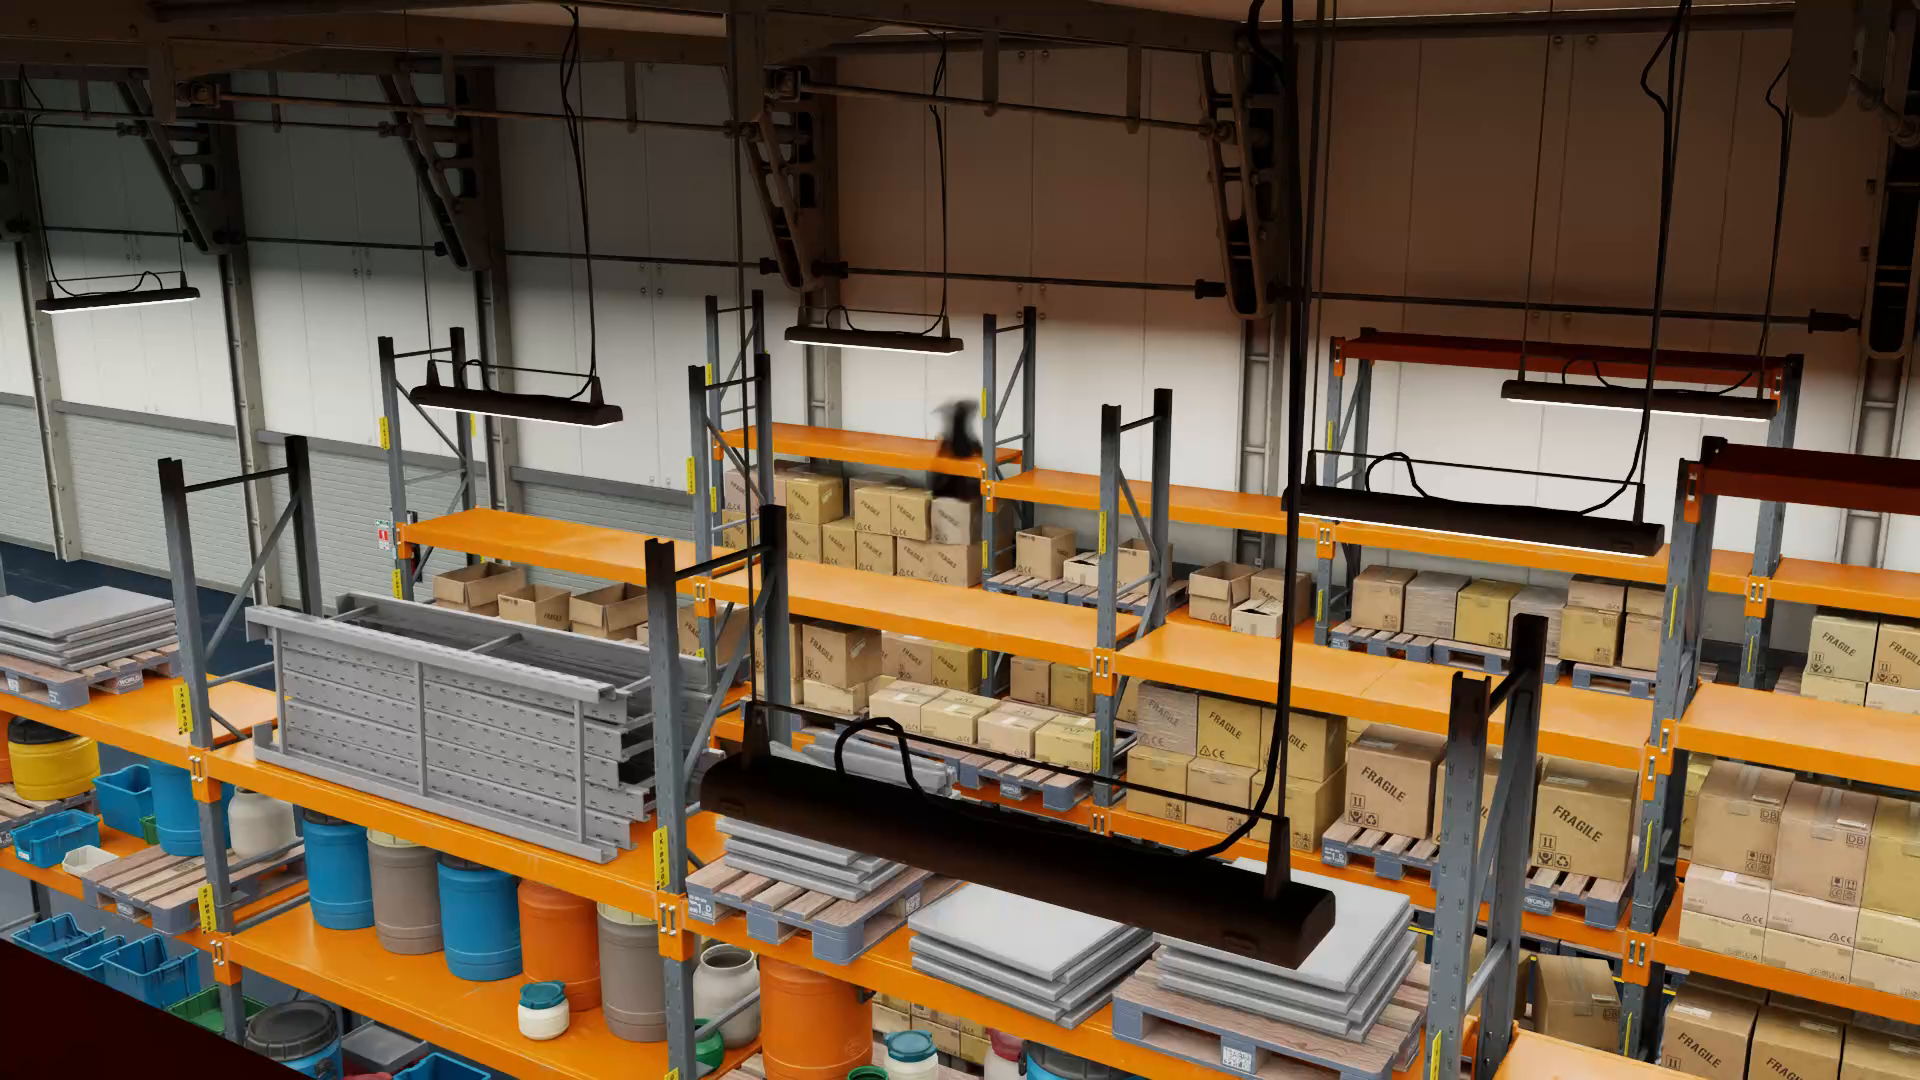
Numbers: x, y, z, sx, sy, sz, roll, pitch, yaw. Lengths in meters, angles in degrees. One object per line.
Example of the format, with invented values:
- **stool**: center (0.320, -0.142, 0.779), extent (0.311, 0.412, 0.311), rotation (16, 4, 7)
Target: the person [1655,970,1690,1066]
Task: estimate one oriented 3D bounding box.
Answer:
- **person**: center (6.431, 3.837, 14.319), extent (0.954, 1.641, 0.569), rotation (5, 15, 21)
